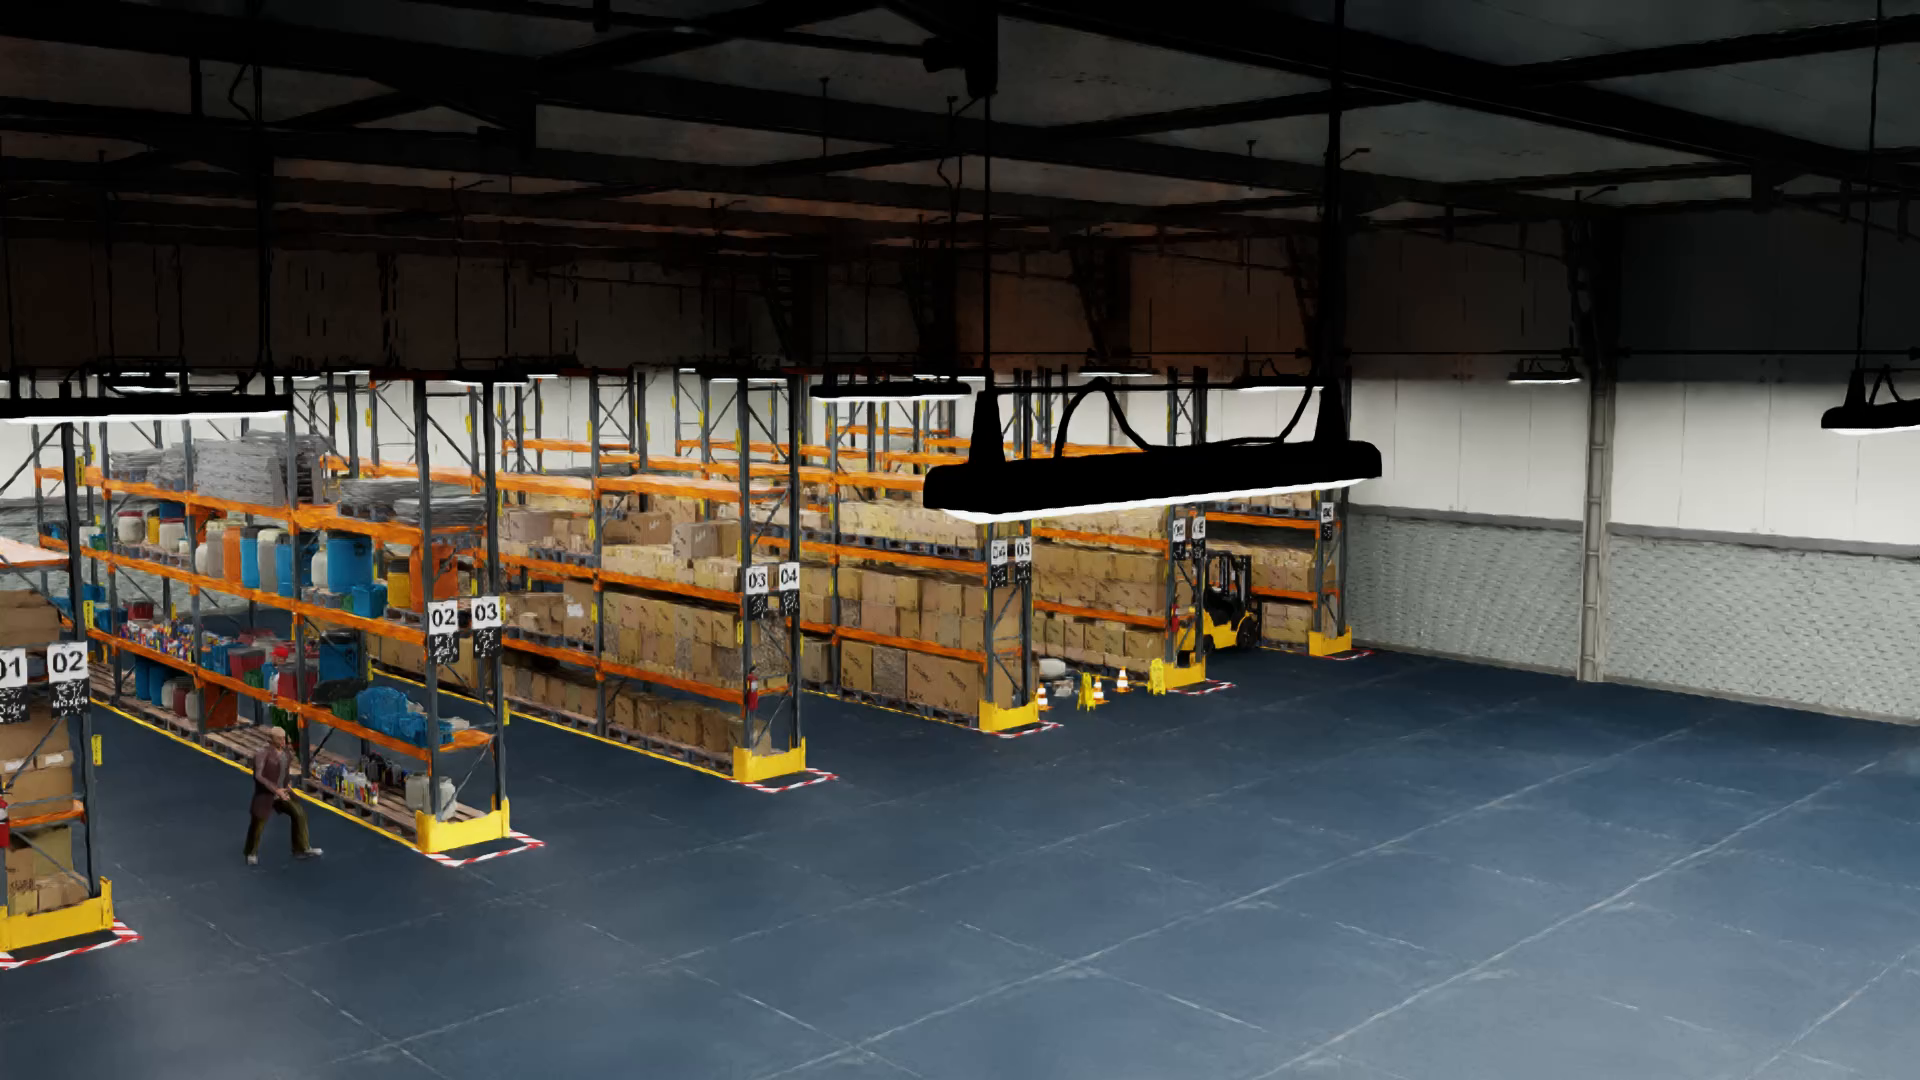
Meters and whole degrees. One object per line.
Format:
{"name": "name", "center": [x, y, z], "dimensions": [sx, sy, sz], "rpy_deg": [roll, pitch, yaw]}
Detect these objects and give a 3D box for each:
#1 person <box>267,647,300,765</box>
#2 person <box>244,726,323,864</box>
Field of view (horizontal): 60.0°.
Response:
{"name": "person", "center": [-10.028, 2.461, 24.677], "dimensions": [0.621, 1.793, 0.493], "rpy_deg": [5, 8, 38]}
{"name": "person", "center": [-8.512, 3.146, 20.630], "dimensions": [0.852, 1.722, 0.728], "rpy_deg": [3, 7, 26]}
